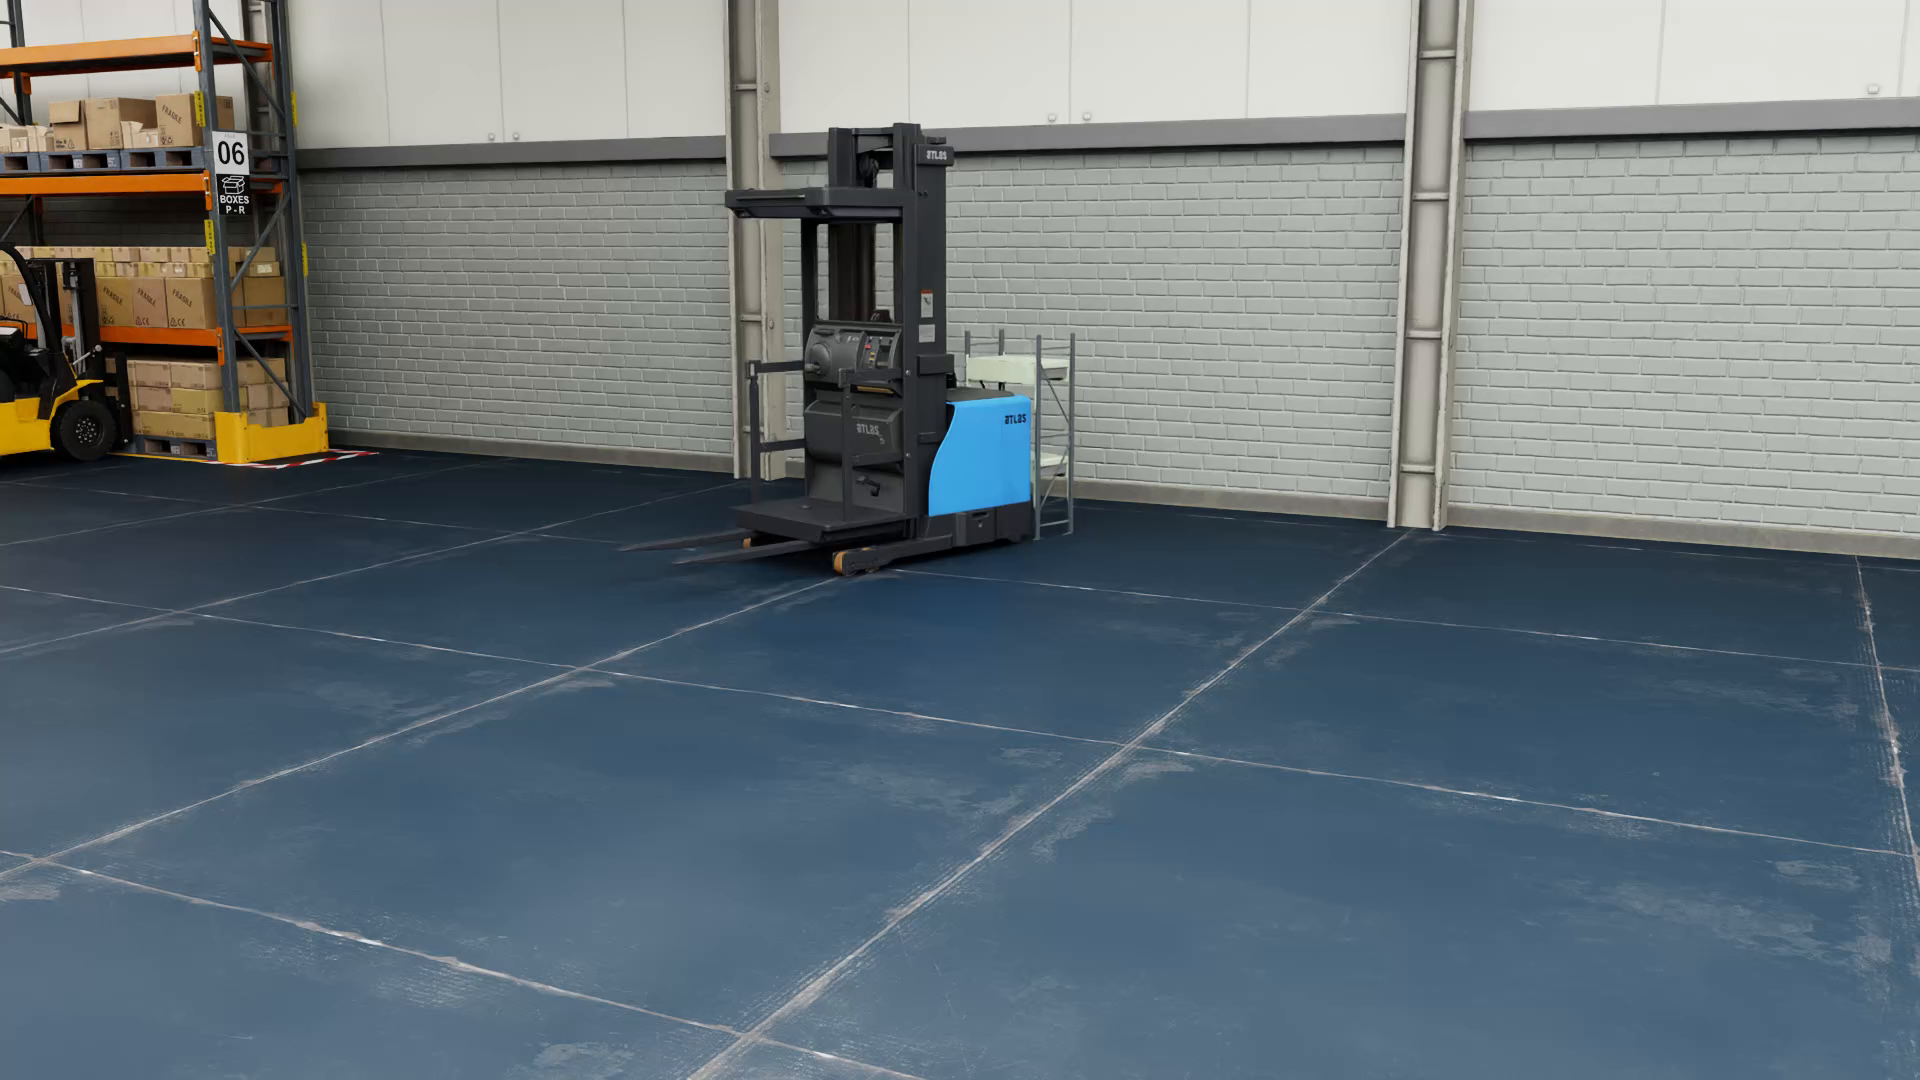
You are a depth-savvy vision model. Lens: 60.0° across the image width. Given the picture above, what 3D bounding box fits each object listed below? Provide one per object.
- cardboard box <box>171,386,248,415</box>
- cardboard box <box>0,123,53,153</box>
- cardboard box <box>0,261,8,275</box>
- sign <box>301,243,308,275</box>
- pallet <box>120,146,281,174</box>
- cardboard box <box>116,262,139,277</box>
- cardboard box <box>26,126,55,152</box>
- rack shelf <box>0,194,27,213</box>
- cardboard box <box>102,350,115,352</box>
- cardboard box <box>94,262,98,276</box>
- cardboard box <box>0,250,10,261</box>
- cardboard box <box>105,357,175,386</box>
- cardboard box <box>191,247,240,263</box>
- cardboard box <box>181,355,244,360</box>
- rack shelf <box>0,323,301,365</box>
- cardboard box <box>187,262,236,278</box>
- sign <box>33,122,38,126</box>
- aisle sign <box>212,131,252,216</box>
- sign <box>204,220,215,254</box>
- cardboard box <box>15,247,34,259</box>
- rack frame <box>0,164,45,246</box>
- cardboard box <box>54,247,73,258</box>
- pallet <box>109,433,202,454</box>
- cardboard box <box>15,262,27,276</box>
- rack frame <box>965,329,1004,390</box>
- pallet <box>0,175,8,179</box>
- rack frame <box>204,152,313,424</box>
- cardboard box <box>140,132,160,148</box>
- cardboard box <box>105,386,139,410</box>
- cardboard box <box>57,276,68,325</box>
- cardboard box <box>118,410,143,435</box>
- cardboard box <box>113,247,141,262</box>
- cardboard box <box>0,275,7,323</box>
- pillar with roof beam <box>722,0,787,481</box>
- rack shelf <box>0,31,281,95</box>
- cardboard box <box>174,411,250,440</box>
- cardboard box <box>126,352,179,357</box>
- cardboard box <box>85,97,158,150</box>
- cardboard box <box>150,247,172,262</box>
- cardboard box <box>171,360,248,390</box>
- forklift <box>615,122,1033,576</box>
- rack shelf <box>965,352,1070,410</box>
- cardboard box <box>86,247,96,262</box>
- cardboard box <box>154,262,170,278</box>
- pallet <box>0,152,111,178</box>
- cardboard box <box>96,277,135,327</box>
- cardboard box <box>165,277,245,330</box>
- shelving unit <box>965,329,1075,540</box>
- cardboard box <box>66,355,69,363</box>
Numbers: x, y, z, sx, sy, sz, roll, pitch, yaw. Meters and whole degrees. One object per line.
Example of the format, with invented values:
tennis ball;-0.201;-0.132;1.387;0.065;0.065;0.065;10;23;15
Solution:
cardboard box;-7.582;-1.421;16.797;0.500;0.250;0.500;5;11;25
cardboard box;-9.956;-4.232;17.557;0.500;0.311;0.500;5;12;27
cardboard box;-10.192;-2.929;17.891;0.250;0.149;0.380;5;12;27
sign;-6.756;-2.886;17.101;0.005;0.325;0.100;5;11;26
pallet;-7.630;-3.825;16.770;1.213;0.211;1.003;5;11;26
cardboard box;-8.367;-2.764;16.980;0.250;0.149;0.380;5;11;24
cardboard box;-9.397;-4.149;17.224;0.258;0.266;0.396;5;11;24
rack shelf;-12.388;-3.928;19.108;4.000;0.370;1.077;5;11;26
cardboard box;-9.606;-1.948;18.307;0.500;0.250;0.500;5;11;25
cardboard box;-8.787;-2.815;17.261;0.250;0.149;0.380;5;11;25
cardboard box;-10.157;-3.087;17.928;0.250;0.149;0.380;5;11;27
cardboard box;-8.475;-1.743;17.170;0.500;0.250;0.500;5;11;27
cardboard box;-7.421;-2.842;16.575;0.250;0.149;0.380;5;11;26
cardboard box;-7.804;-1.786;17.407;0.500;0.250;0.500;5;11;26
rack shelf;-8.801;-2.137;17.633;4.000;0.370;1.077;5;11;26
cardboard box;-7.442;-2.684;16.535;0.250;0.149;0.380;5;11;27
sign;-10.350;-4.506;18.610;0.005;0.325;0.100;5;11;26
aisle sign;-7.078;-3.560;16.179;0.004;0.787;0.394;5;11;26
sign;-7.260;-2.934;16.101;0.005;0.325;0.100;5;11;26
cardboard box;-9.747;-3.029;17.606;0.250;0.149;0.380;5;12;27
rack frame;-10.594;-2.648;18.440;0.127;3.000;1.000;5;11;26
cardboard box;-9.249;-3.002;17.455;0.250;0.149;0.380;5;11;26
pallet;-8.801;-1.111;17.775;1.213;0.211;1.003;5;11;26
cardboard box;-9.757;-2.882;17.629;0.250;0.149;0.380;5;12;27
rack frame;0.186;-0.855;12.741;0.400;1.500;0.023;-10;14;-43
pallet;-11.391;-4.098;18.562;1.217;0.209;0.805;5;11;24
rack frame;-7.007;-2.333;16.698;0.127;3.000;1.000;5;11;26
cardboard box;-7.884;-3.958;16.500;0.250;0.149;0.380;5;11;24
cardboard box;-8.499;-1.500;17.231;0.500;0.250;0.500;5;11;25
cardboard box;-9.383;-2.543;17.576;0.500;0.500;0.500;5;11;25
cardboard box;-8.455;-1.255;17.282;0.500;0.250;0.500;5;11;26
cardboard box;-8.376;-2.907;16.935;0.250;0.149;0.380;5;12;27
cardboard box;-10.312;-2.621;18.007;0.500;0.500;0.500;5;11;24
pillar with roof beam;-3.757;-4.324;10.851;0.400;9.000;9.100;5;11;26
rack shelf;-8.801;-4.892;17.135;4.000;0.370;1.077;5;11;26
cardboard box;-7.568;-1.173;16.832;0.500;0.250;0.500;5;11;26
cardboard box;-8.704;-1.868;17.864;0.500;0.250;0.500;5;11;25
cardboard box;-8.386;-4.207;16.888;0.500;0.500;0.700;5;11;26
cardboard box;-7.903;-2.873;16.745;0.250;0.149;0.380;5;12;27
cardboard box;-7.558;-1.665;16.742;0.500;0.250;0.500;5;12;28
forklift;-0.886;-1.308;11.225;3.031;2.935;1.130;-10;14;-43
rack shelf;0.442;-1.192;12.414;0.431;0.370;0.720;-10;14;-43
cardboard box;-8.800;-2.962;17.238;0.250;0.149;0.380;5;11;27
cardboard box;-7.890;-2.730;16.787;0.250;0.149;0.380;5;12;27
pallet;-9.818;-4.018;17.832;1.213;0.211;1.003;5;11;26
cardboard box;-8.485;-2.462;17.129;0.500;0.500;0.500;5;11;25
cardboard box;-7.565;-2.379;16.672;0.500;0.500;0.500;5;11;25
shelving unit;0.442;-0.808;12.484;0.431;1.500;0.755;-10;14;-43
cardboard box;-9.394;-1.826;17.633;0.500;0.250;0.500;5;12;28
